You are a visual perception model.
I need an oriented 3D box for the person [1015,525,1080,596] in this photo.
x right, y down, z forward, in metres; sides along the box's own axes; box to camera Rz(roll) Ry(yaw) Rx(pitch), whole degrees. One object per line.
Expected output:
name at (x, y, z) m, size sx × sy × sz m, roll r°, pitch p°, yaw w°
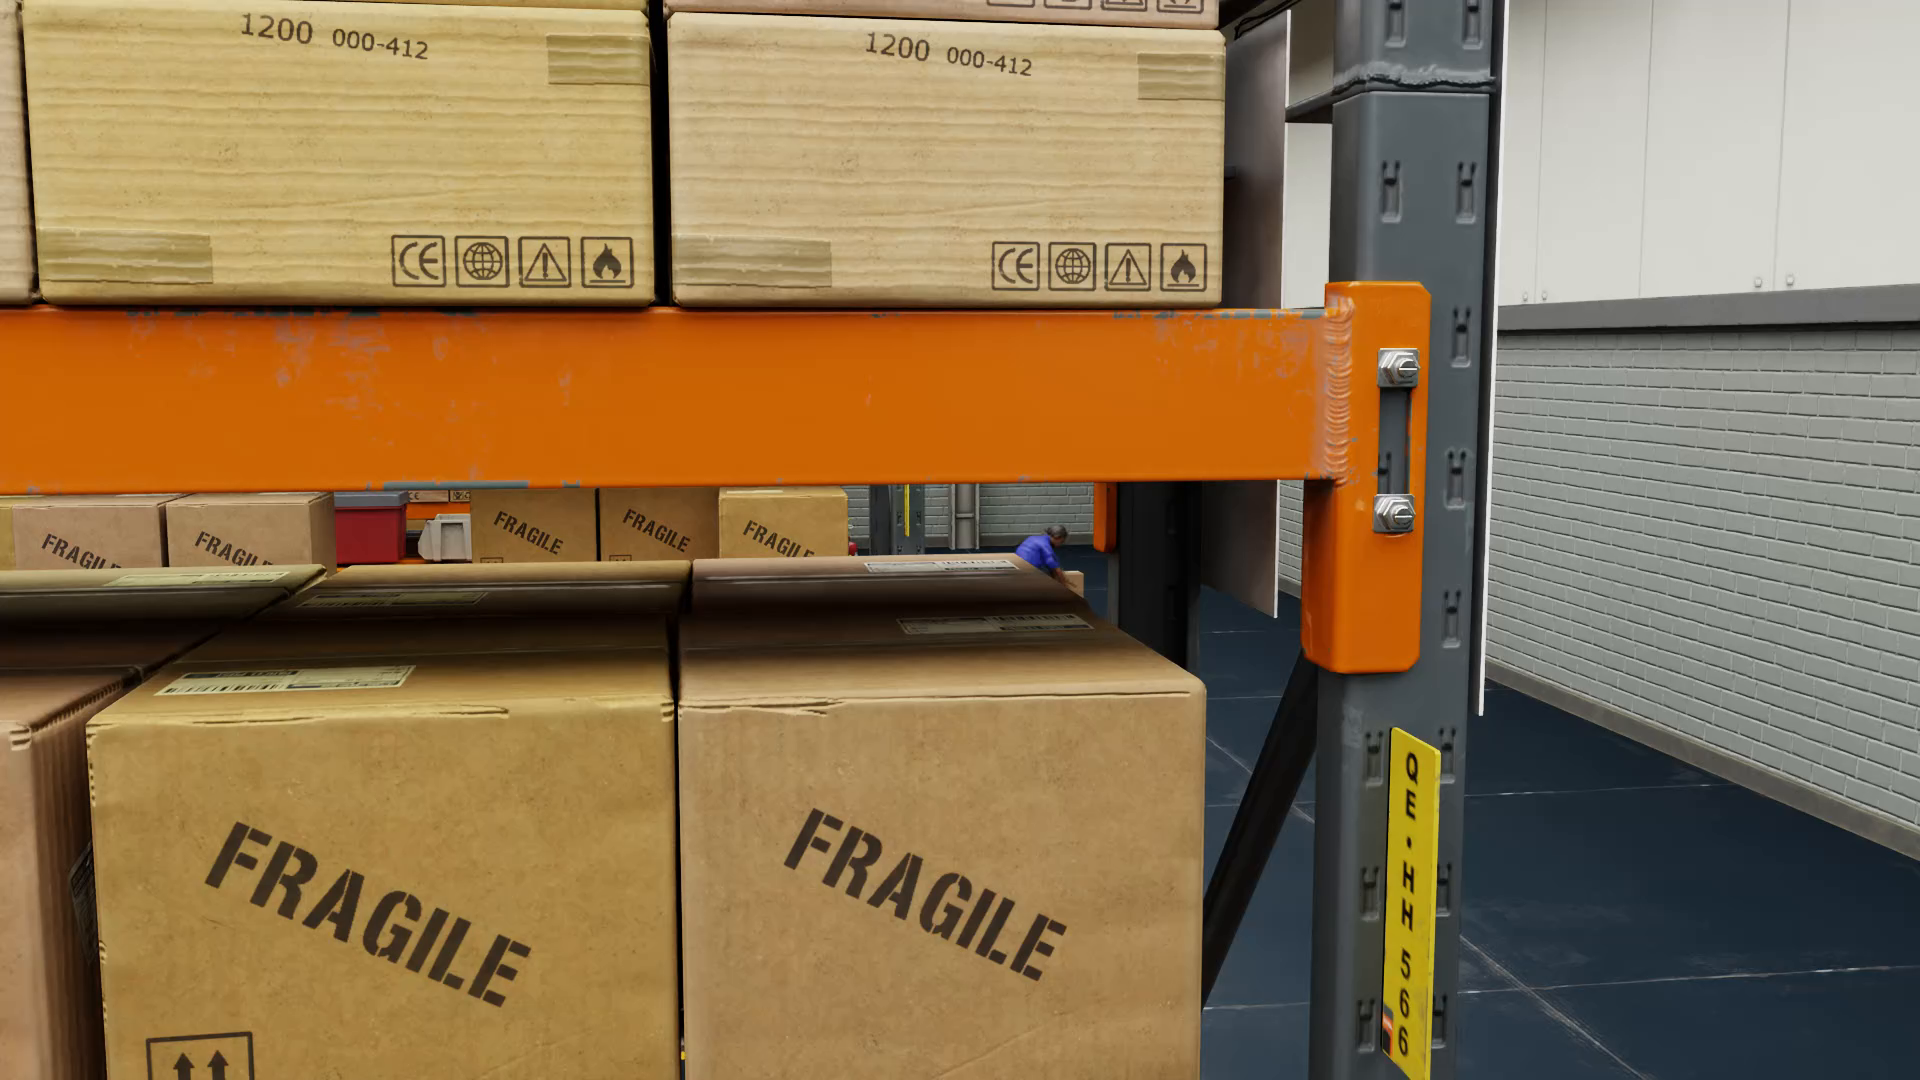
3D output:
person at (0.807, 0.330, 17.169) m, size 0.836 × 0.950 × 0.465 m, roll -1°, pitch 7°, yaw -10°
